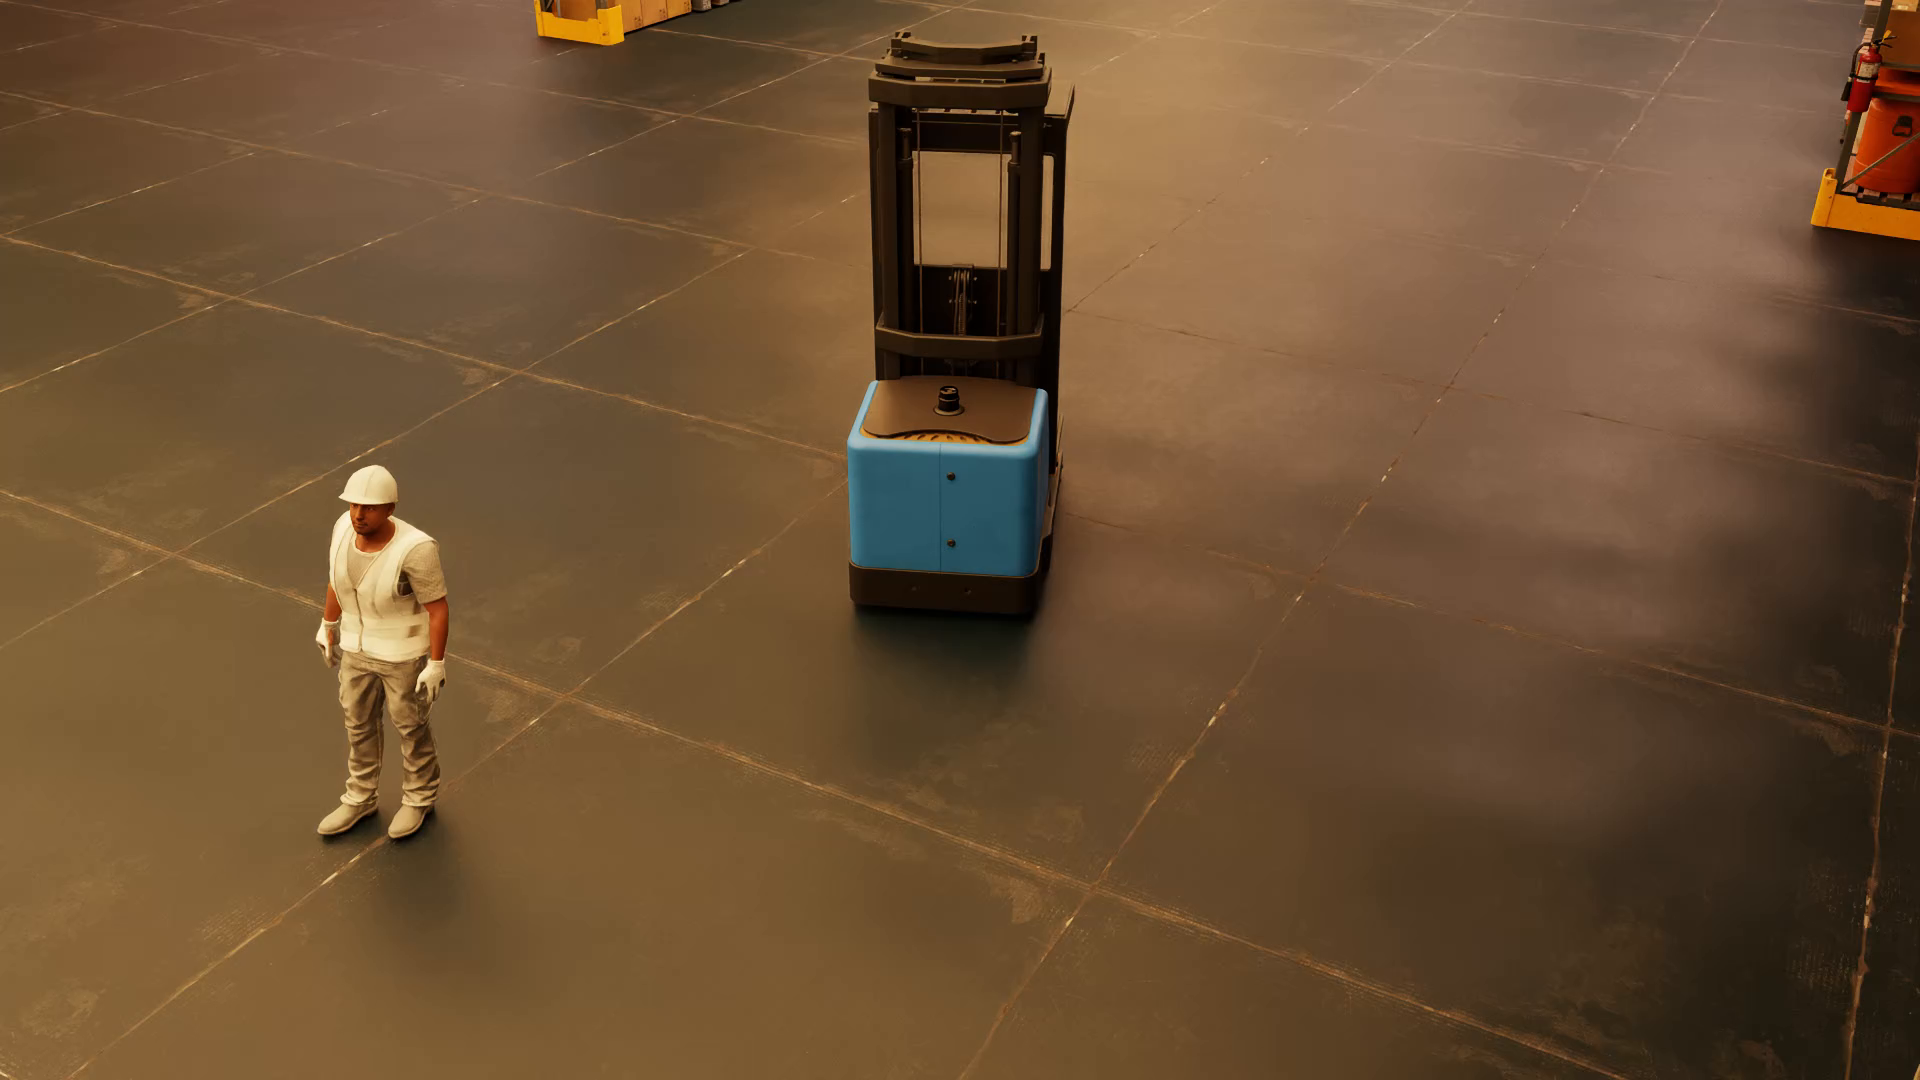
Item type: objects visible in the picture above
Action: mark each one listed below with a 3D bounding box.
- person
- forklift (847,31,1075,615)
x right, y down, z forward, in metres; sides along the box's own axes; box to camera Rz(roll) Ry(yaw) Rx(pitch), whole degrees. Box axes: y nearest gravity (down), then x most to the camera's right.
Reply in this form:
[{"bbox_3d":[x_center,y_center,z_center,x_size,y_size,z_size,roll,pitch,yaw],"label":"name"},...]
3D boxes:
[{"bbox_3d":[-2.569,0.519,7.305,0.657,1.784,0.576,12,32,20],"label":"person"},{"bbox_3d":[0.072,-1.572,9.794,1.130,2.935,3.031,3,30,6],"label":"forklift"}]
